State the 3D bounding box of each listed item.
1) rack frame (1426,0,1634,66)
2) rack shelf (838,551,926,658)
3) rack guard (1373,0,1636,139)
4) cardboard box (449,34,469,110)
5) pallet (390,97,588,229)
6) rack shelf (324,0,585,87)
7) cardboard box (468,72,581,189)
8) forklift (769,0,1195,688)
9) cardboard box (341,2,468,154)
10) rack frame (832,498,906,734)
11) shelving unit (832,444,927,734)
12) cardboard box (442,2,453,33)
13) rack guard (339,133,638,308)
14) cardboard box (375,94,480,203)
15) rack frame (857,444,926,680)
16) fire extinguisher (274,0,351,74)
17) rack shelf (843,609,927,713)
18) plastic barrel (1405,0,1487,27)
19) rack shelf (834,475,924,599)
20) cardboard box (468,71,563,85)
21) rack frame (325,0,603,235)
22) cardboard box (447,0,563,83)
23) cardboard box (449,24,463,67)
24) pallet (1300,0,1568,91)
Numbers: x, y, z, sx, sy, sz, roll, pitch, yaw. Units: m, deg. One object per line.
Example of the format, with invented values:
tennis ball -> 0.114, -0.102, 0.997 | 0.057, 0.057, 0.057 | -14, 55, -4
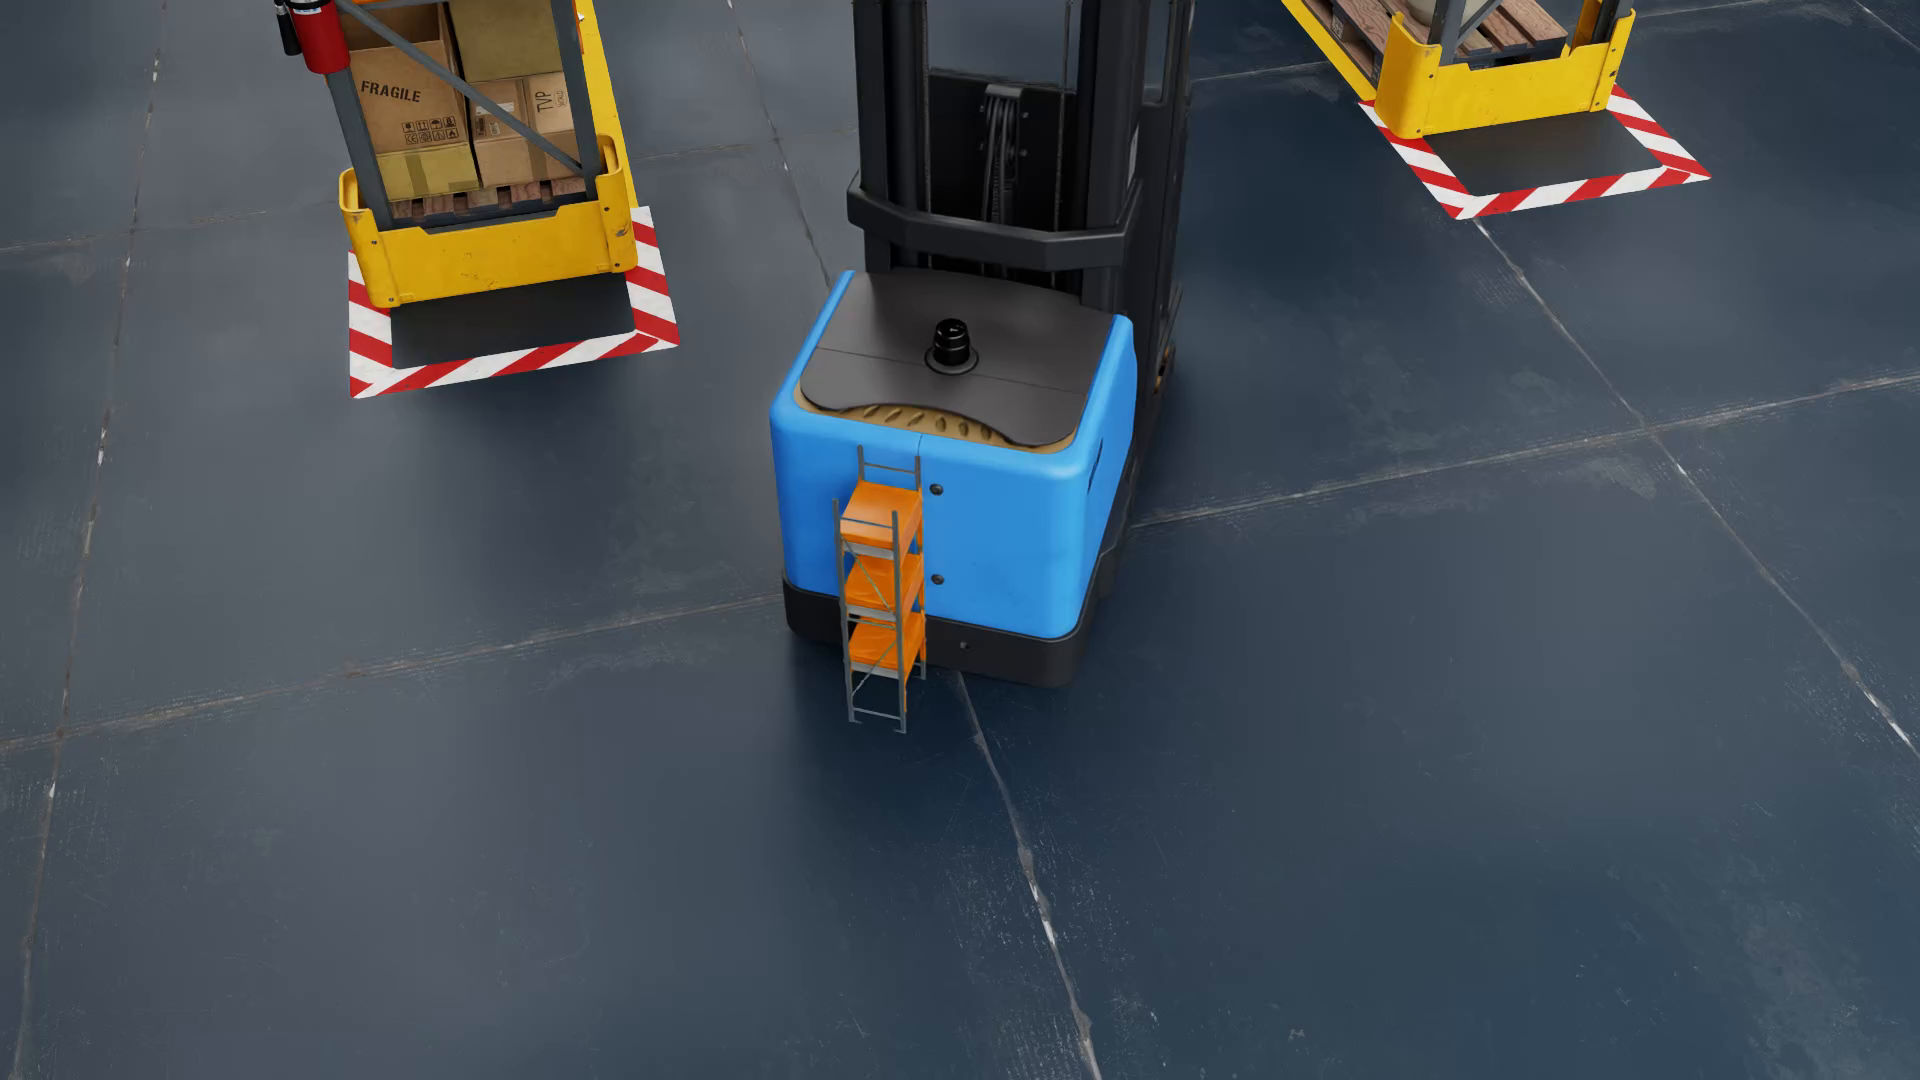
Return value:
rack frame -> 2.742, -3.193, 7.279 | 1.000, 3.000, 0.127 | -11, 47, -10
rack shelf -> -0.247, 0.189, 5.345 | 0.215, 0.259, 0.240 | 11, 47, 11
rack guard -> 2.678, -2.362, 8.215 | 1.175, 0.500, 0.348 | -11, 47, -10
cardboard box -> -2.609, -2.134, 7.872 | 0.500, 0.250, 0.500 | -11, 47, -10
pallet -> -2.283, -1.835, 7.900 | 1.003, 0.211, 1.213 | -11, 47, -10
rack shelf -> -2.559, -3.419, 8.004 | 1.077, 0.370, 4.000 | -11, 47, -10
cardboard box -> -1.969, -1.886, 7.629 | 0.500, 0.250, 0.500 | -11, 47, -10
forklift -> 0.265, -1.597, 5.763 | 1.130, 2.935, 3.031 | 11, 47, 11
cardboard box -> -2.472, -2.053, 7.268 | 0.500, 0.500, 0.500 | -11, 47, -10
rack frame -> -0.279, 0.265, 5.255 | 0.200, 1.050, 0.008 | 11, 47, 11
shelving unit -> -0.247, 0.181, 5.337 | 0.215, 1.050, 0.252 | 11, 47, 11
cardboard box -> -2.742, -2.741, 7.942 | 0.500, 0.500, 0.500 | -11, 47, -10
rack guard -> -2.041, -1.399, 7.271 | 1.175, 0.500, 0.348 | -11, 47, -10
cardboard box -> -2.470, -1.791, 7.536 | 0.500, 0.250, 0.500 | -11, 47, -10
rack frame -> -0.215, 0.097, 5.420 | 0.200, 1.050, 0.008 | 11, 47, 11
fire extinguisher -> -2.466, -2.097, 6.259 | 0.296, 0.674, 0.183 | -11, 47, -10
rack shelf -> -0.247, 0.383, 5.543 | 0.215, 0.259, 0.240 | 11, 47, 11
plastic barrel -> 2.500, -2.910, 8.450 | 0.421, 0.512, 0.421 | 0, 46, 0
rack shelf -> -0.247, -0.010, 5.142 | 0.215, 0.259, 0.240 | 11, 47, 11
cardboard box -> -2.101, -2.230, 7.967 | 0.500, 0.250, 0.500 | -11, 47, -10
rack frame -> -2.047, -2.290, 6.394 | 1.000, 3.000, 0.127 | -11, 47, -10
cardboard box -> -2.099, -2.493, 7.699 | 0.500, 0.500, 0.500 | -11, 47, -10
cardboard box -> -2.739, -2.479, 8.210 | 0.500, 0.250, 0.500 | -11, 47, -10
pallet -> 2.475, -2.823, 8.869 | 1.003, 0.211, 1.213 | -11, 47, -10
